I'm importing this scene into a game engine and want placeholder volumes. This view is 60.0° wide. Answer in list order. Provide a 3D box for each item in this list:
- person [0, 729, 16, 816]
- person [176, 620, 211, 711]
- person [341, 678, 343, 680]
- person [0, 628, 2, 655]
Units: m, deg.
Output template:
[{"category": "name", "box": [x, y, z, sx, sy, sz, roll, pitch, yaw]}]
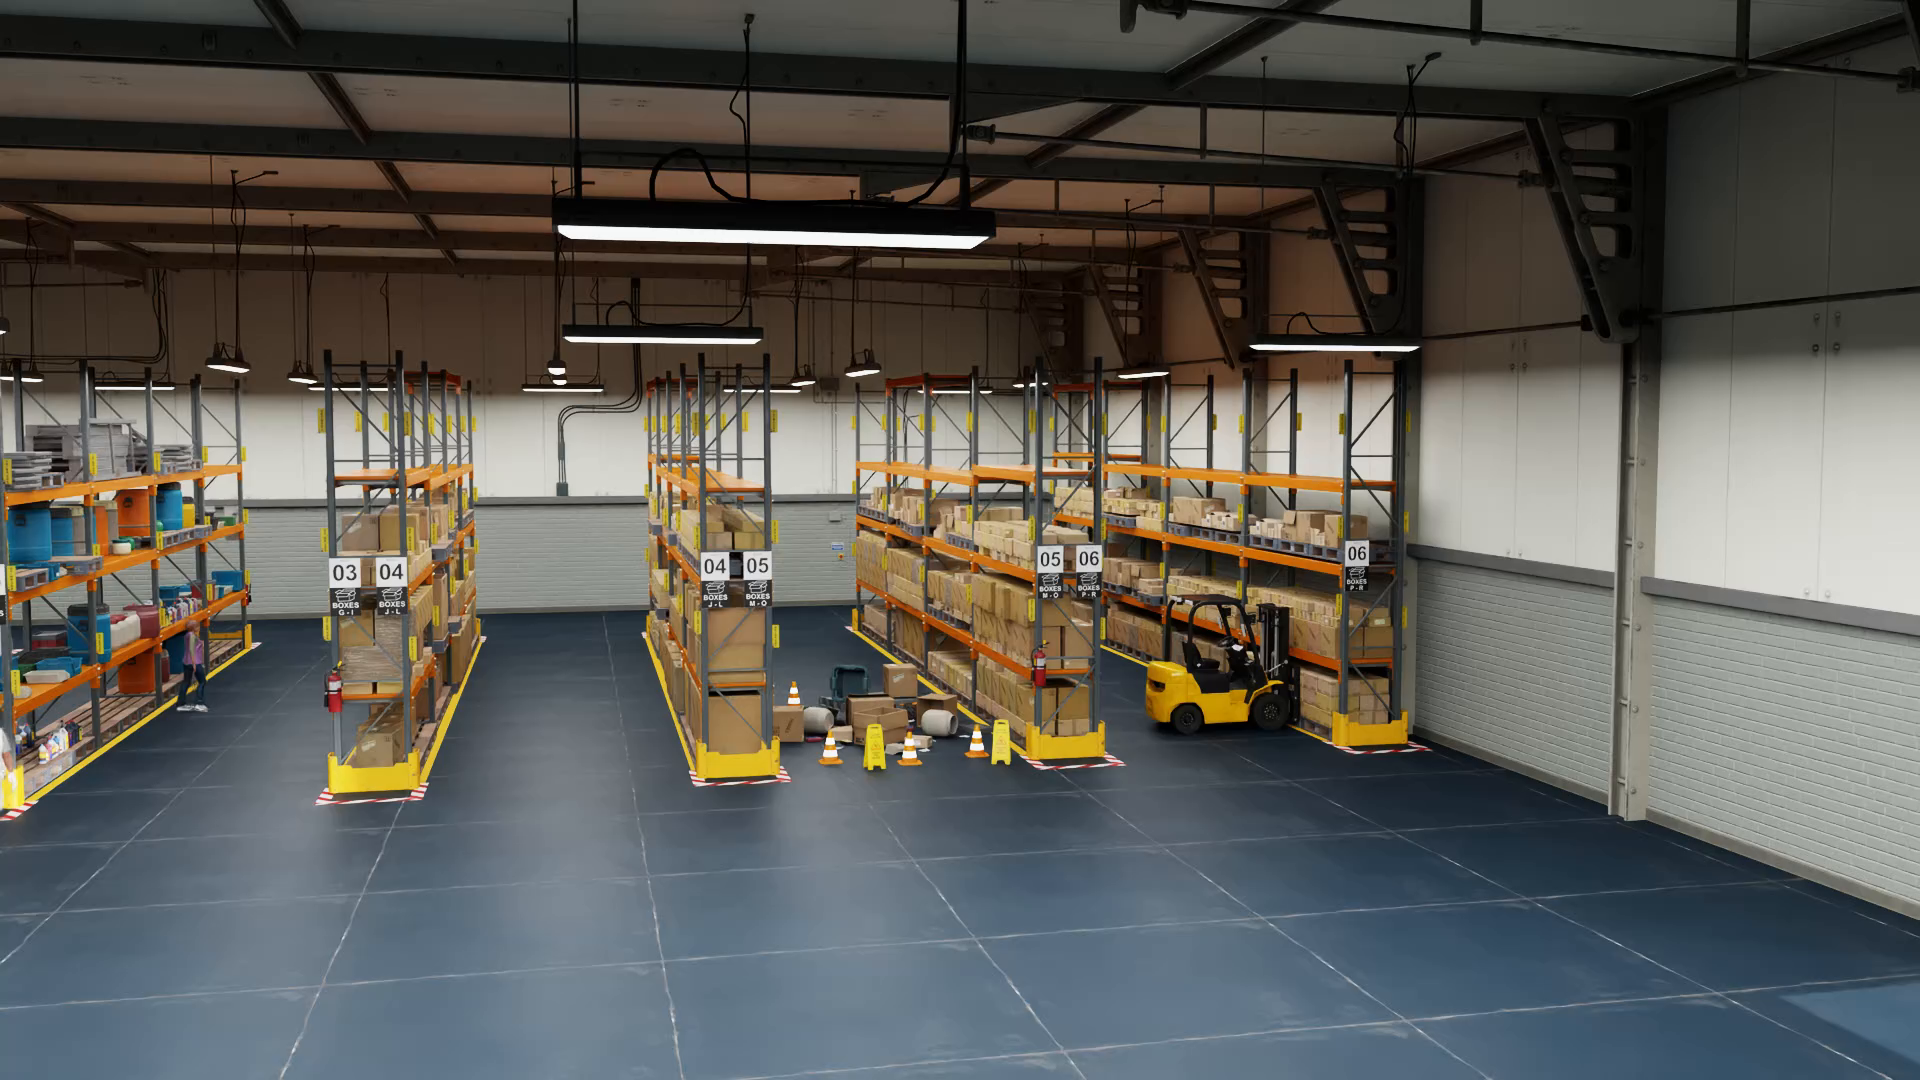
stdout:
[{"category": "person", "box": [-11.134, 2.799, 19.046, 0.642, 1.811, 0.581, 3, 5, 38]}, {"category": "person", "box": [-13.440, 2.232, 28.991, 0.472, 1.589, 0.512, 3, 5, 37]}, {"category": "person", "box": [-11.952, 1.960, 32.279, 0.520, 1.609, 0.601, -1, 4, -15]}, {"category": "person", "box": [-17.004, 2.096, 29.209, 0.518, 1.710, 1.015, -2, 4, -27]}]
